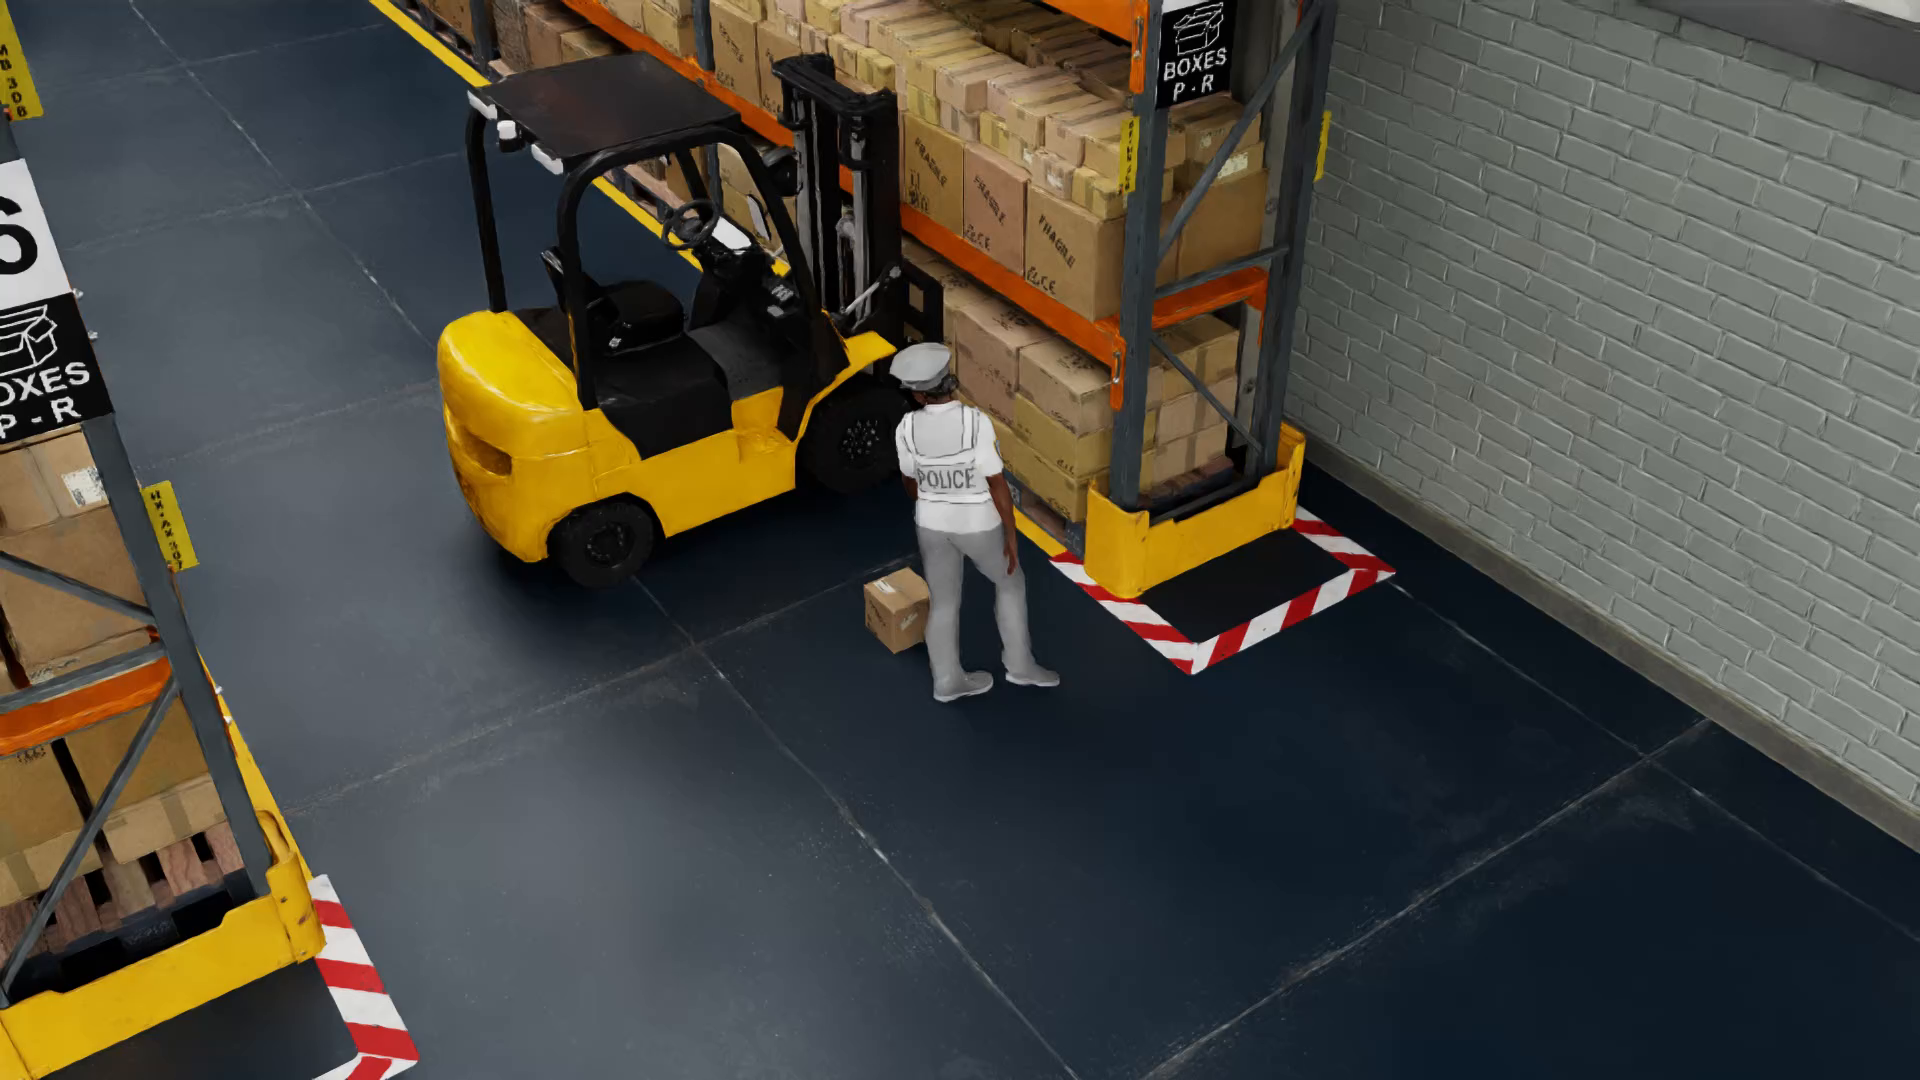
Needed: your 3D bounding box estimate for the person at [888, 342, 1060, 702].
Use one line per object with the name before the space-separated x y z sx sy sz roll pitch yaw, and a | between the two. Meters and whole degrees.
person | 0.063 -0.014 7.057 0.733 1.660 0.420 13 39 17
